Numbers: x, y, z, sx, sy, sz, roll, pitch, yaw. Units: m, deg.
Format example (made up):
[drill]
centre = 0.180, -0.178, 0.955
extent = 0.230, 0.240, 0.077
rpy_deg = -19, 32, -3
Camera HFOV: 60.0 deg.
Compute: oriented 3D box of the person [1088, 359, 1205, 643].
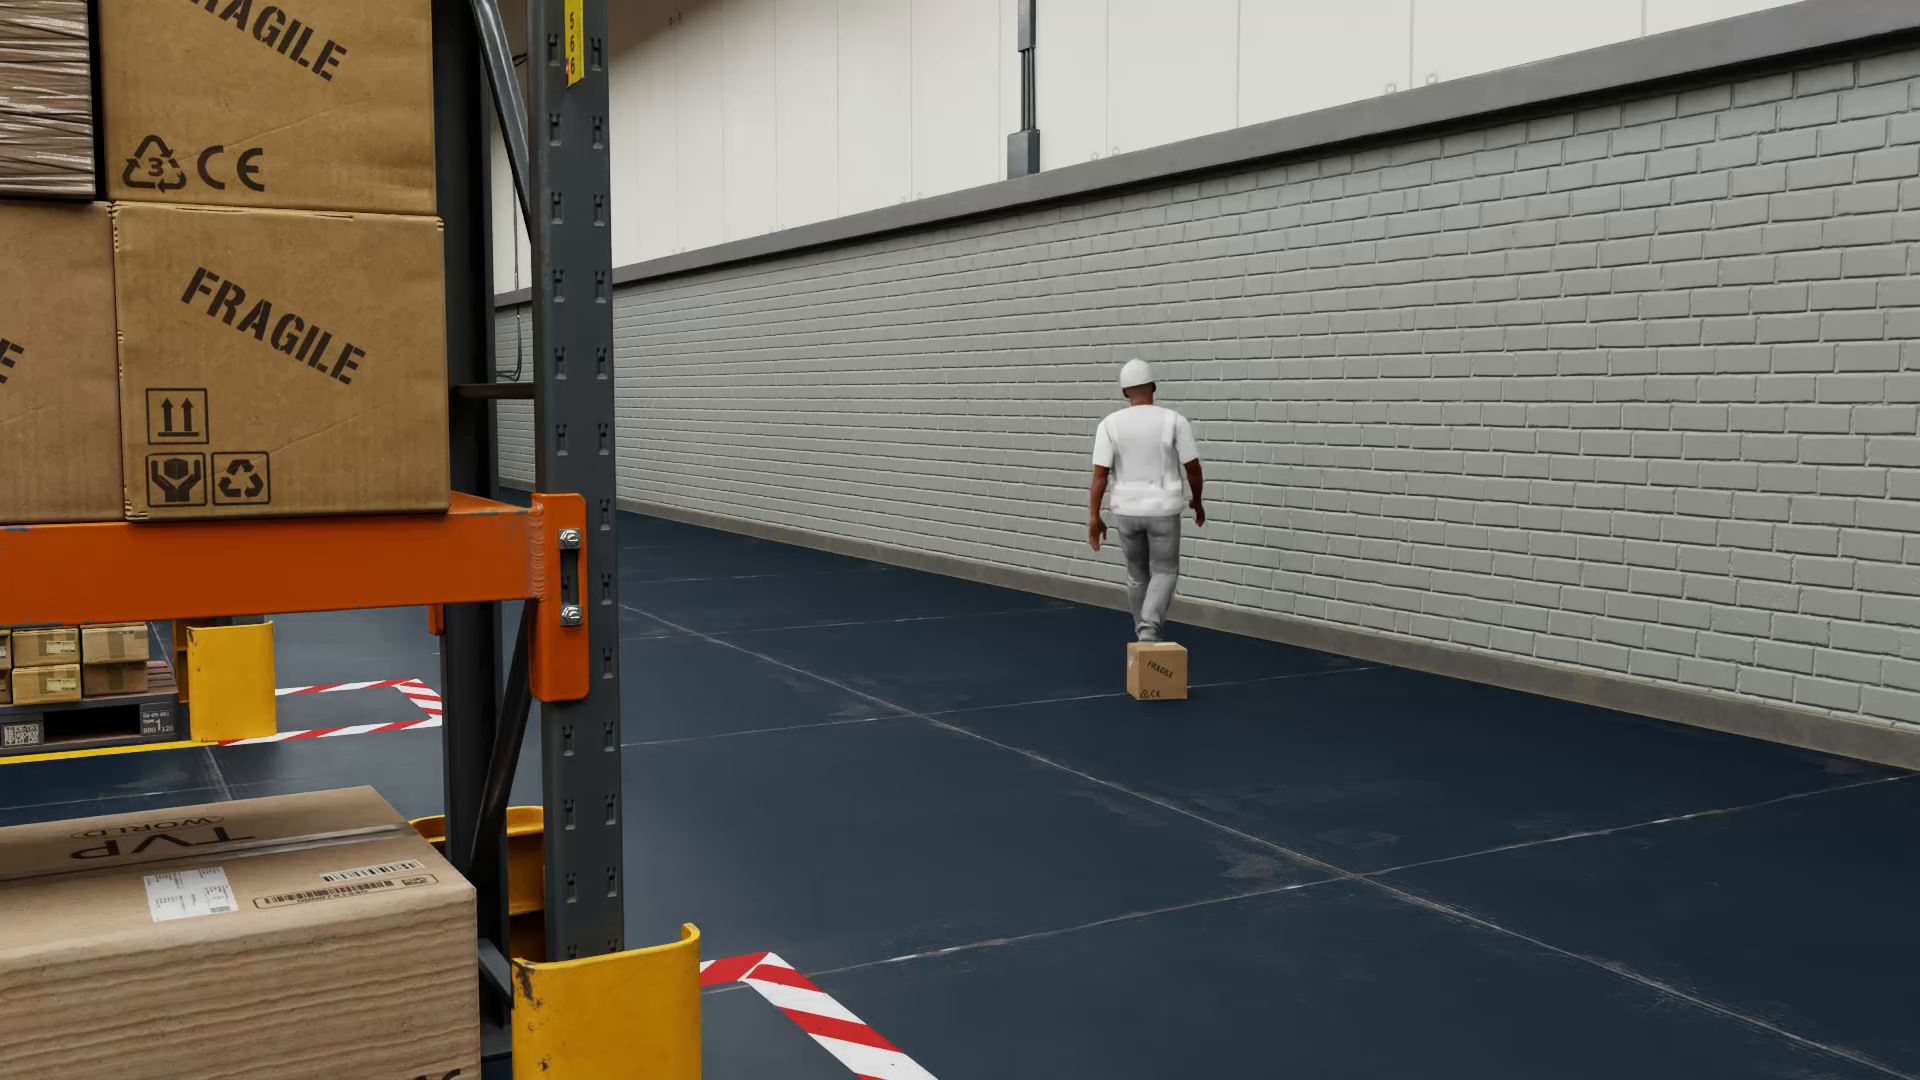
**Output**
[person]
centre = 1.114, -0.185, 9.629
extent = 0.622, 1.696, 0.933
rpy_deg = 2, 5, 18
